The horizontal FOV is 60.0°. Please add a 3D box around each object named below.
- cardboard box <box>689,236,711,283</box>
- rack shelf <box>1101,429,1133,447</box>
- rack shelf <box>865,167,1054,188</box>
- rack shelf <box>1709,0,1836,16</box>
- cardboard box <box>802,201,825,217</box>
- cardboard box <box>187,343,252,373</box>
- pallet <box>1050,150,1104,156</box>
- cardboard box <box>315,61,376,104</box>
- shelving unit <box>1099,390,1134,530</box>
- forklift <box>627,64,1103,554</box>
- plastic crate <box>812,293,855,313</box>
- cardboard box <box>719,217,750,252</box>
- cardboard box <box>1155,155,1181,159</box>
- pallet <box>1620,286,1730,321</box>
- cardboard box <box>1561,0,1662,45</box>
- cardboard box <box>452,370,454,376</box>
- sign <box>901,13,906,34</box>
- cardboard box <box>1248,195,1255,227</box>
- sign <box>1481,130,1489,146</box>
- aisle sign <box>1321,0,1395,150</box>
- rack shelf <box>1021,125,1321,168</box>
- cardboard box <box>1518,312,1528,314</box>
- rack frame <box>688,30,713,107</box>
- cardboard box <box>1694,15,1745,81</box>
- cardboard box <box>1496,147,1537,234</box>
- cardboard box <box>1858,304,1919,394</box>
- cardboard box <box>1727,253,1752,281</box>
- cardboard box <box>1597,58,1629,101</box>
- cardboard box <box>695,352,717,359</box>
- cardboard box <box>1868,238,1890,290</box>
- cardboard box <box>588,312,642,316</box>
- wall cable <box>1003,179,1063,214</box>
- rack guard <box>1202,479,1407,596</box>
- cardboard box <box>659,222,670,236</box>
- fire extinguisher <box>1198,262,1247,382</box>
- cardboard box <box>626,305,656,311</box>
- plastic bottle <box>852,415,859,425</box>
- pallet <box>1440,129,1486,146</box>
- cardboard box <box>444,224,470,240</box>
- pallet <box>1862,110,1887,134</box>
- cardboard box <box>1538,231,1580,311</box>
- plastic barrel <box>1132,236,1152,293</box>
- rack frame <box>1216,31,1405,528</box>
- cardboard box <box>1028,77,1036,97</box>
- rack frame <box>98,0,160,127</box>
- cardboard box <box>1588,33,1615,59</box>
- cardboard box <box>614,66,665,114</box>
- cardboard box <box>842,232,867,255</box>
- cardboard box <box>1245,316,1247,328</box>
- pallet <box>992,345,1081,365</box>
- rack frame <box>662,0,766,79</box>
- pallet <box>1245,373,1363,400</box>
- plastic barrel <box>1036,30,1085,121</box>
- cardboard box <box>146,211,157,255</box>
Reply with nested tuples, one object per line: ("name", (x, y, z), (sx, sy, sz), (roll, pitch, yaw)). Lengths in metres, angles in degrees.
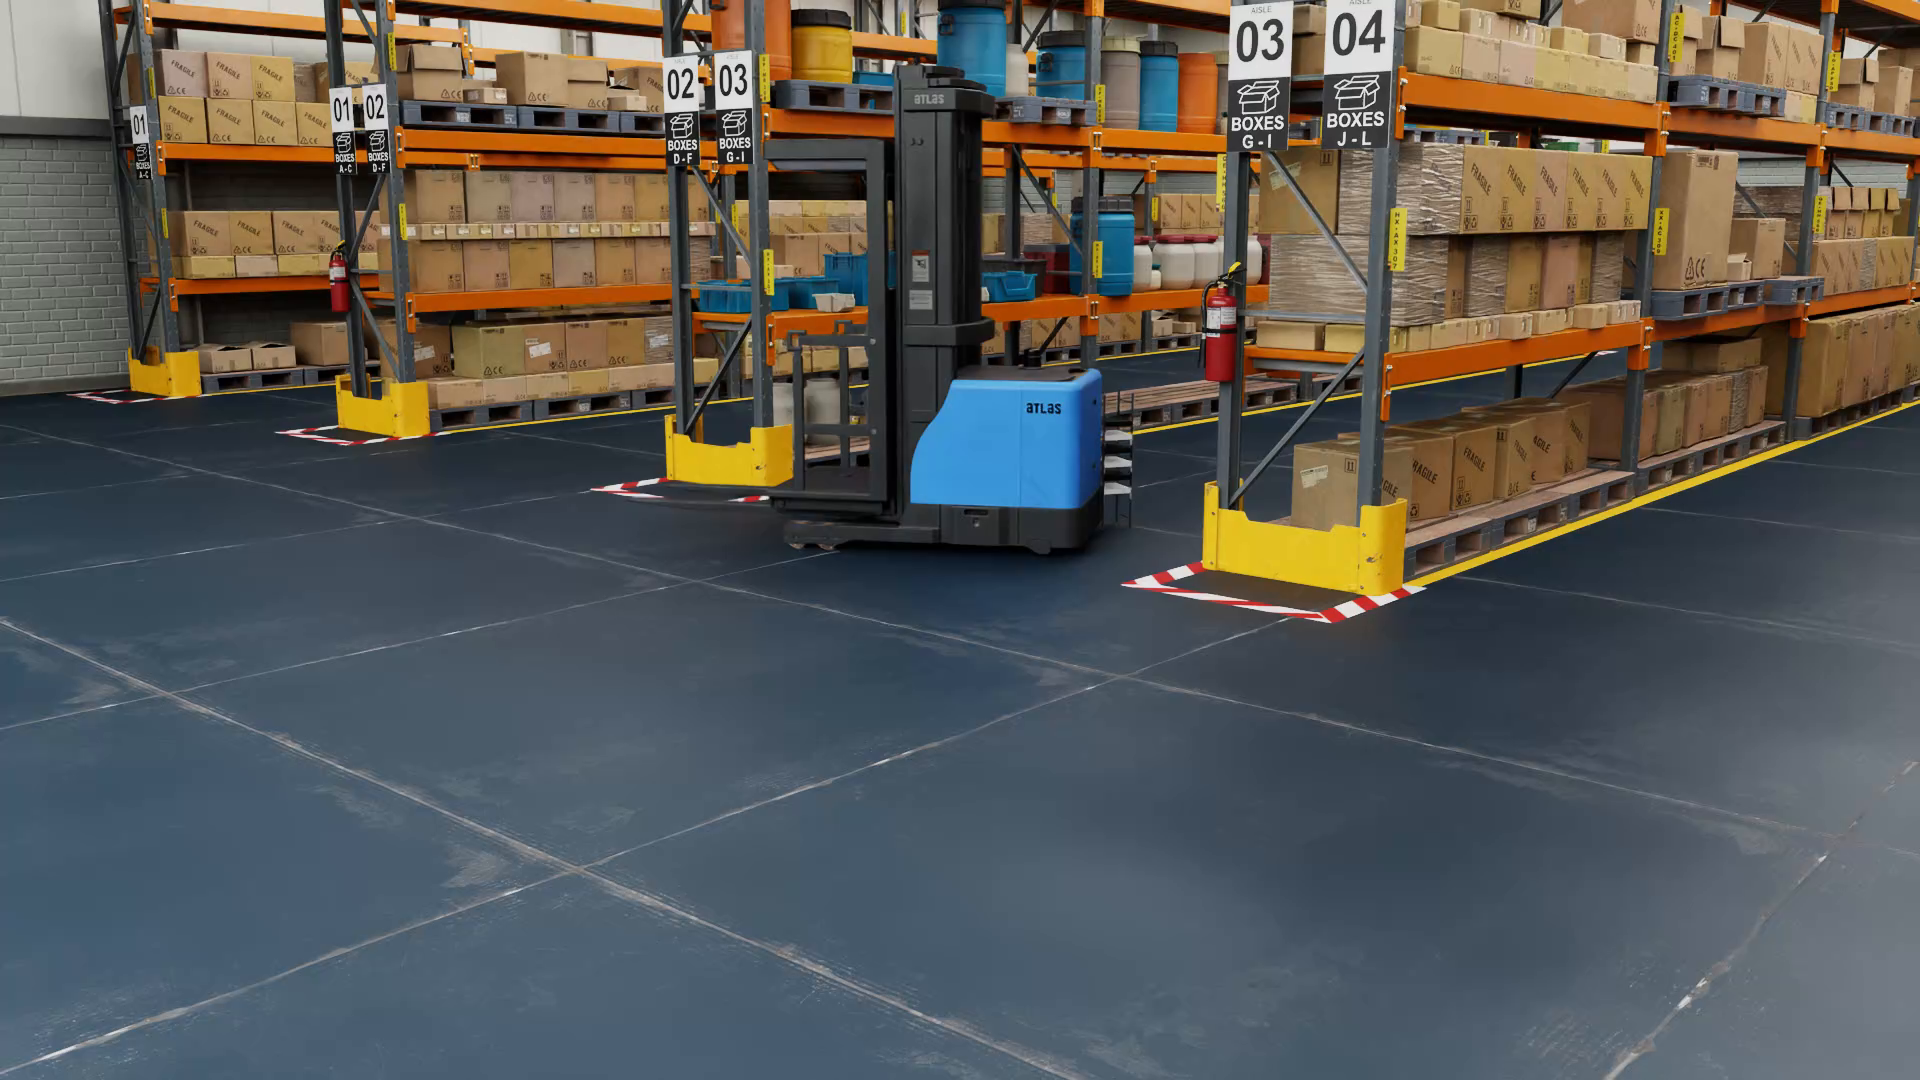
("cardboard box", (-3.168, -3.099, 18.312), (0.700, 0.500, 0.500), (9, 15, 39))
("rack shelf", (1.005, -0.682, 11.078), (0.200, 0.077, 0.258), (-4, 12, -19))
("rack shelf", (-0.003, -6.345, 28.999), (1.077, 0.370, 4.000), (10, 15, 40))
("rack shelf", (5.879, -4.522, 13.233), (1.077, 0.370, 4.000), (10, 15, 40))
("cardboard box", (-2.456, -5.179, 26.004), (0.500, 0.250, 0.500), (9, 15, 39))
("cardboard box", (-8.720, -2.155, 19.582), (0.500, 0.311, 0.500), (8, 14, 34))
("pallet", (1.235, -5.432, 23.069), (1.213, 0.211, 1.003), (10, 15, 40))
("cardboard box", (-7.422, -5.507, 20.107), (0.500, 0.500, 0.500), (9, 14, 38))
("shelving unit", (1.005, -0.538, 11.106), (0.210, 0.900, 0.258), (-4, 12, -19))
("forklift", (-0.634, -1.478, 10.628), (3.031, 2.935, 1.130), (3, 12, 13))
("plastic crate", (-0.970, -1.847, 12.974), (0.298, 0.136, 0.250), (10, 15, 40))
("cardboard box", (-3.450, -4.587, 24.954), (0.500, 0.500, 0.500), (10, 15, 42))
("cardboard box", (2.908, -5.730, 24.465), (0.500, 0.250, 0.500), (10, 15, 40))
("pallet", (5.172, -1.834, 12.725), (1.003, 0.211, 1.213), (10, 15, 40))
("cardboard box", (4.453, -3.646, 11.359), (0.500, 0.500, 0.500), (9, 15, 39))
("cardboard box", (-5.068, -1.577, 16.897), (0.500, 0.250, 0.500), (10, 15, 40))
("sign", (-0.907, -8.303, 26.720), (0.100, 0.325, 0.005), (10, 15, 40))
("cardboard box", (4.282, -5.168, 26.121), (0.500, 0.500, 0.500), (10, 15, 42))
("sign", (6.531, -5.056, 20.684), (0.100, 0.325, 0.005), (10, 15, 40))
("aisle sign", (2.103, -2.473, 8.796), (0.394, 0.787, 0.004), (10, 15, 40))
("rack shelf", (2.158, -3.887, 16.693), (1.077, 0.370, 4.000), (10, 15, 40))
("cardboard box", (3.414, -1.396, 10.683), (0.380, 0.149, 0.250), (10, 15, 40))
("rack frame", (-2.880, -6.058, 18.065), (1.000, 3.000, 0.127), (10, 15, 40))
("cardboard box", (5.565, -3.757, 12.869), (0.797, 0.503, 0.637), (11, 15, 43))
("cardboard box", (3.150, -2.123, 10.116), (0.500, 0.500, 0.500), (10, 15, 40))
("cardboard box", (9.432, -2.079, 17.813), (1.225, 0.875, 0.875), (10, 15, 41))
("cardboard box", (6.301, -2.283, 13.753), (0.396, 0.266, 0.258), (9, 15, 39))
("cardboard box", (4.101, -3.056, 11.075), (0.500, 0.250, 0.500), (10, 15, 42))
("cardboard box", (-2.824, -2.072, 19.374), (0.500, 0.250, 0.500), (10, 15, 40))
("cardboard box", (9.064, -2.807, 16.850), (0.500, 0.500, 0.500), (10, 15, 40))
("cardboard box", (-3.746, -2.239, 18.295), (0.500, 0.500, 0.500), (10, 15, 40))
("wall cable", (1.452, -6.330, 32.152), (0.084, 1.984, 1.851), (10, 15, 40))
("rack guard", (1.968, -0.031, 9.592), (1.175, 0.500, 0.348), (10, 15, 40))
("cardboard box", (-3.234, -3.340, 17.865), (0.380, 0.149, 0.250), (9, 15, 39))
("fire extinguisher", (1.497, -1.251, 9.512), (0.296, 0.674, 0.183), (10, 15, 40))
("cardboard box", (-4.827, -3.161, 24.136), (0.700, 0.500, 0.500), (10, 15, 40))
("plastic bottle", (-0.919, -1.057, 14.365), (0.097, 0.201, 0.097), (0, 11, 0))
("pallet", (5.675, -4.902, 20.420), (1.213, 0.211, 1.003), (10, 15, 40))
("cardboard box", (-4.928, -2.963, 15.979), (0.380, 0.149, 0.250), (9, 15, 39))
("pallet", (8.320, -4.068, 16.243), (1.003, 0.211, 1.213), (11, 16, 43))
("cardboard box", (3.604, -1.816, 11.128), (0.875, 0.500, 0.500), (10, 15, 40))
("plastic barrel", (1.634, -2.654, 15.993), (0.433, 0.535, 0.433), (0, 11, 0))
("rack frame", (1.918, -1.246, 9.291), (1.000, 3.000, 0.127), (10, 15, 40))
("cardboard box", (0.726, -5.928, 22.266), (0.500, 0.500, 0.500), (10, 15, 40))
("rack frame", (-9.244, -6.109, 18.322), (1.000, 3.000, 0.127), (10, 15, 40))
("cardboard box", (4.053, -3.223, 10.894), (0.380, 0.149, 0.250), (9, 15, 39))
("cardboard box", (-3.411, -4.870, 18.094), (0.500, 0.500, 0.500), (-11, 15, -43))
("cardboard box", (-1.335, -3.504, 20.343), (0.500, 0.500, 0.500), (9, 14, 37))
("cardboard box", (4.218, -3.501, 26.478), (0.500, 0.250, 0.500), (10, 15, 40))
("pallet", (1.087, -2.620, 23.292), (1.003, 0.211, 1.213), (10, 15, 40))
("rack frame", (-1.802, -4.828, 11.909), (1.000, 3.000, 0.127), (10, 15, 40))
("pallet", (3.968, -1.817, 19.271), (1.003, 0.211, 1.213), (10, 15, 40))
("plastic barrel", (1.011, -4.294, 15.616), (0.600, 0.901, 0.708), (10, 15, 40))
("cardboard box", (-9.093, -3.568, 19.334), (0.500, 0.500, 0.500), (10, 15, 40))
